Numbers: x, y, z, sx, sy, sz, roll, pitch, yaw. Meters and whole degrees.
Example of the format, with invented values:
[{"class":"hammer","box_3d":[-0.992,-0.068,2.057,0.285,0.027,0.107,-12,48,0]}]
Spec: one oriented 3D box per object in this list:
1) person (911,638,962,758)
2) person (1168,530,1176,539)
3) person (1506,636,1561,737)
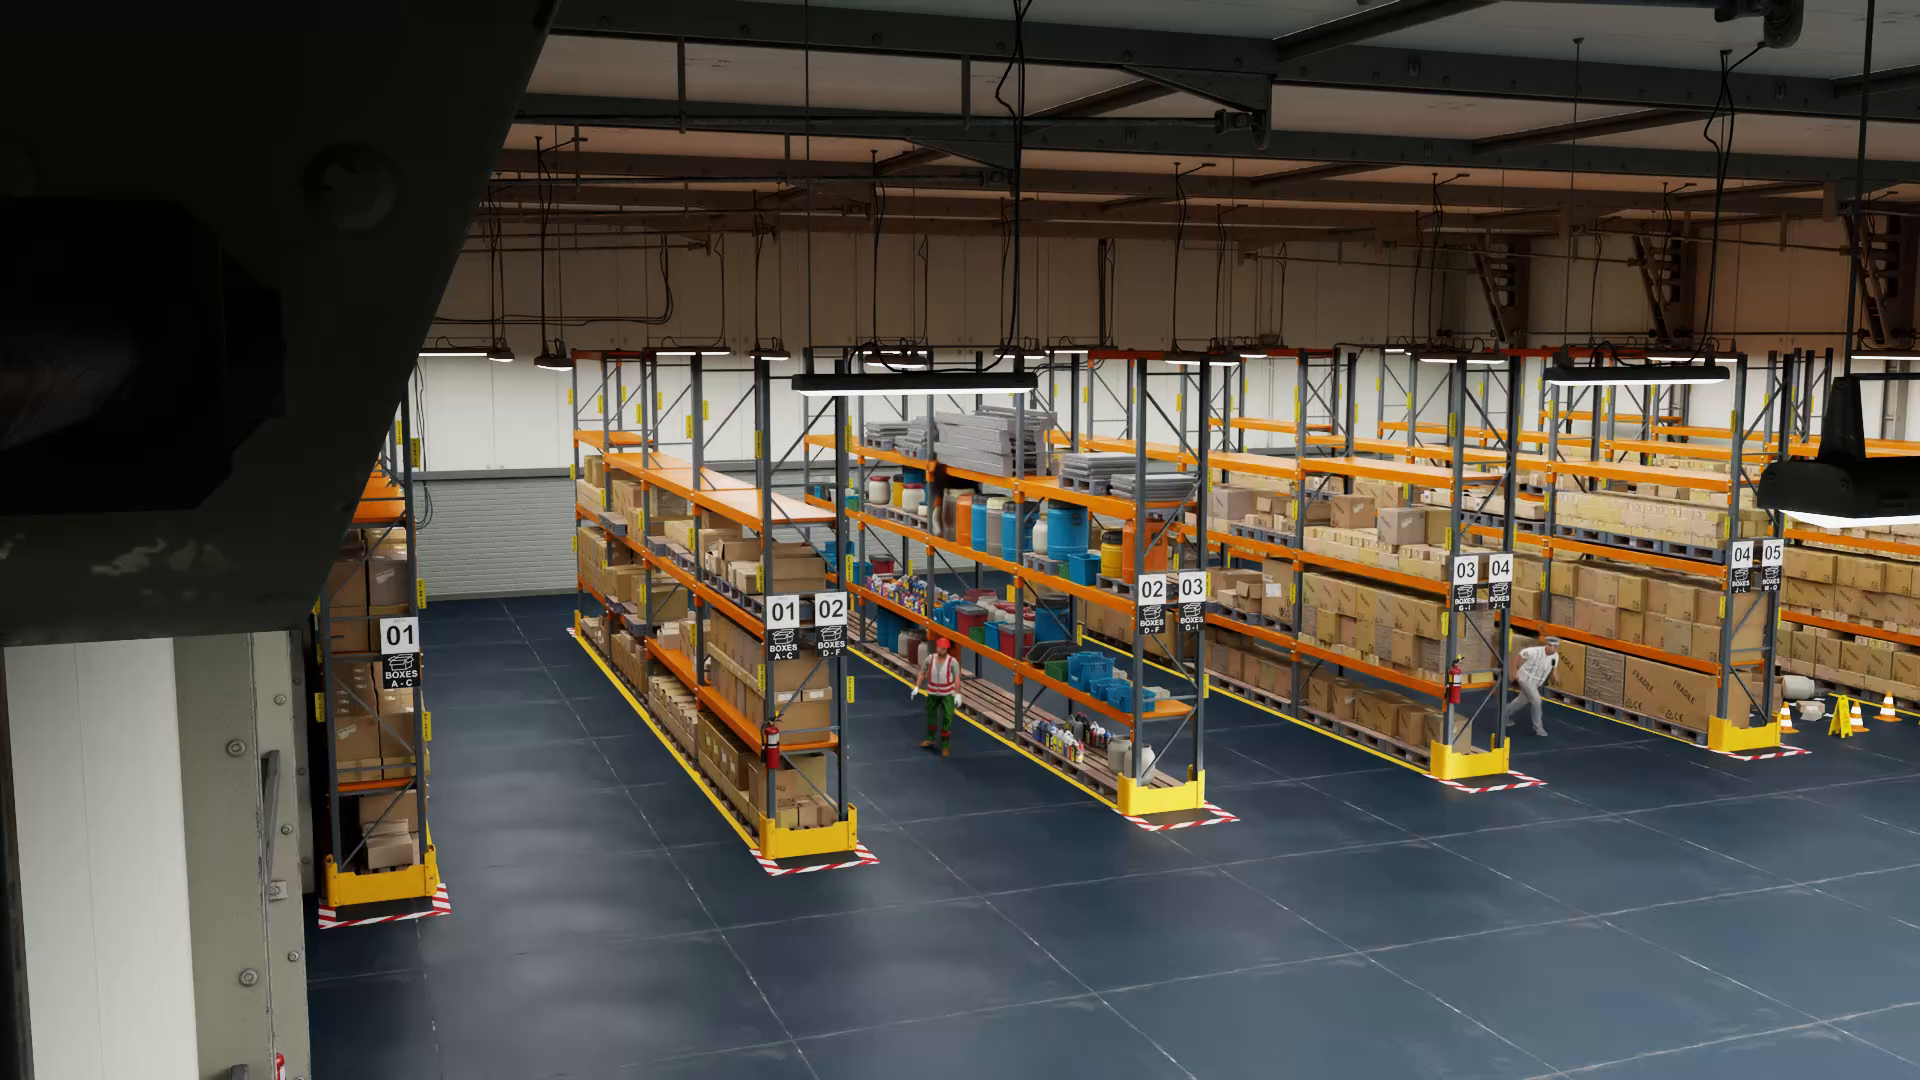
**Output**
[{"class":"person","box_3d":[-0.347,2.341,25.139,0.754,1.780,0.770,1,7,10]},{"class":"person","box_3d":[4.921,0.478,40.117,0.679,1.757,0.643,0,7,-3]},{"class":"person","box_3d":[9.053,2.259,26.421,0.687,1.586,1.073,-4,8,-28]}]
